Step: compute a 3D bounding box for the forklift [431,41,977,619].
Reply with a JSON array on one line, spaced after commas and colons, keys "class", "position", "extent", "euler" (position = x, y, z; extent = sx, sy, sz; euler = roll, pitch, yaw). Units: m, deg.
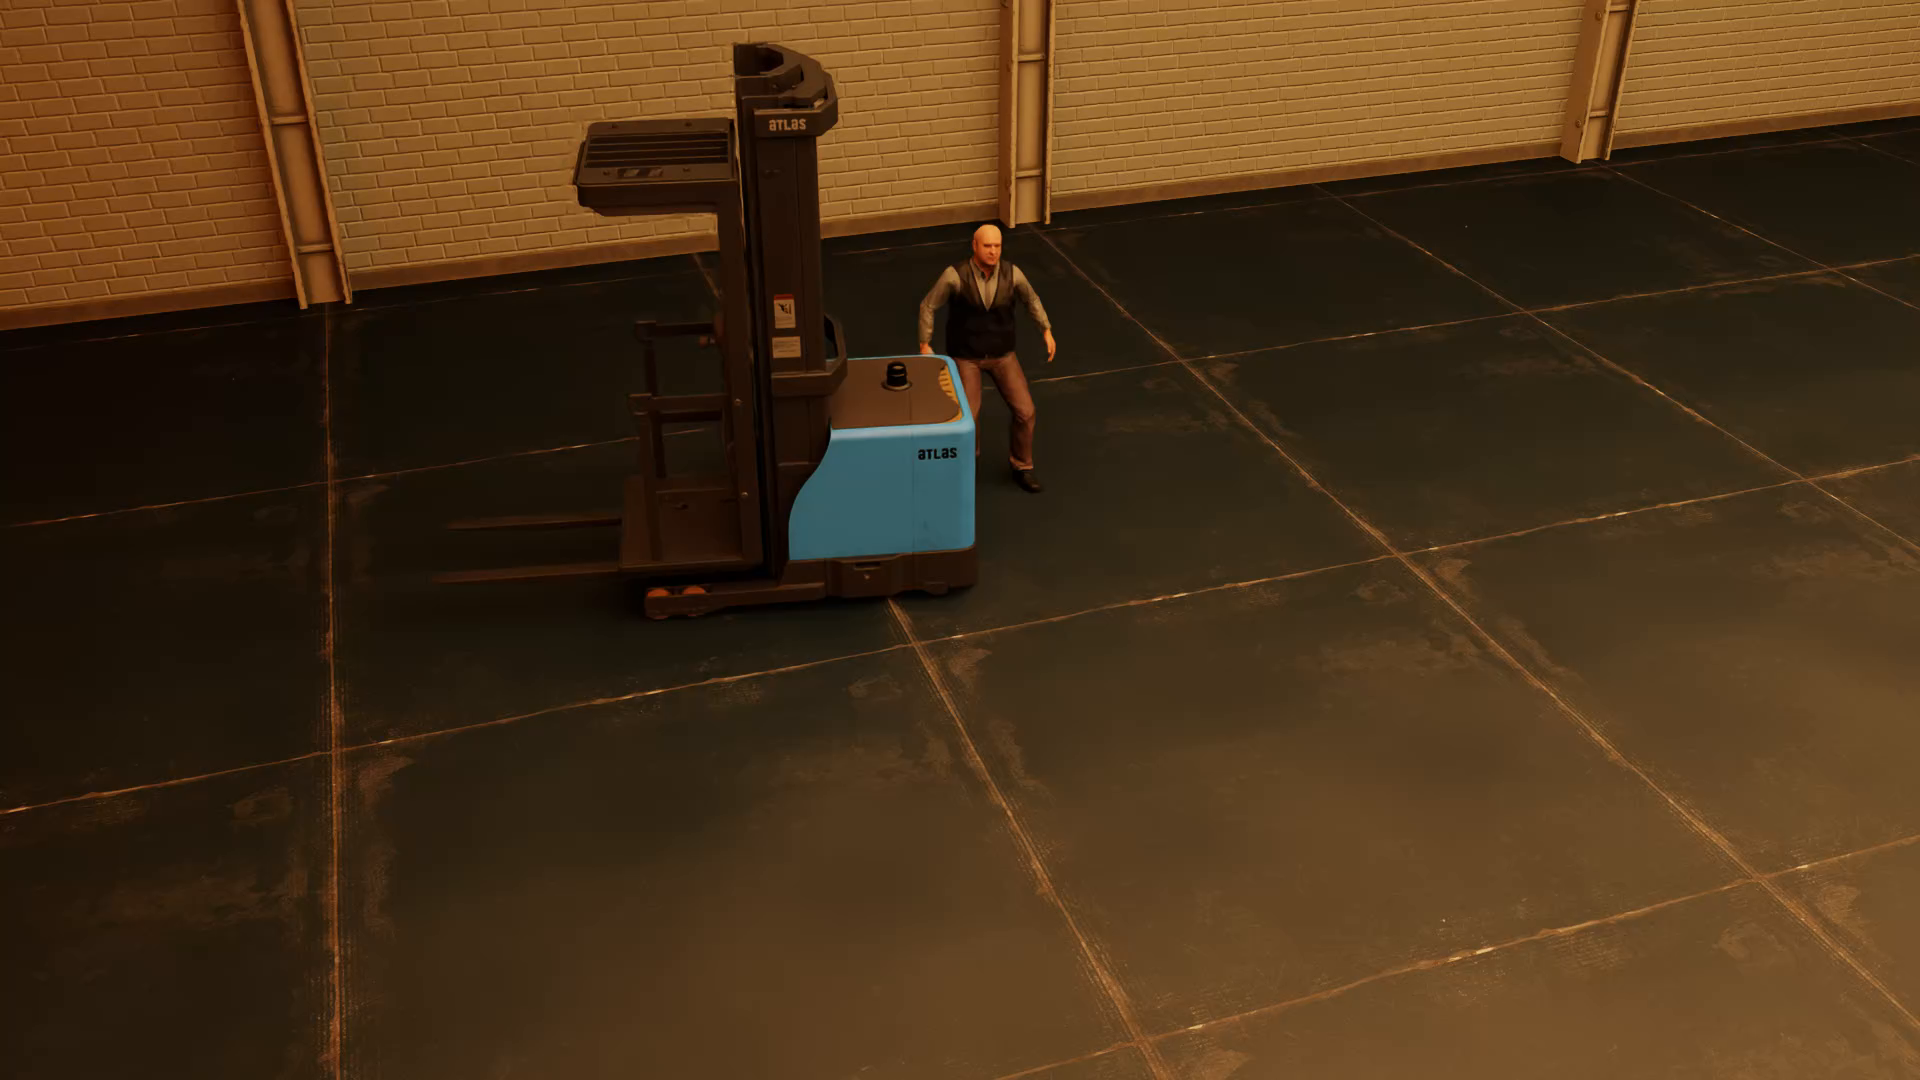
[{"class": "forklift", "position": [-1.460, -1.110, 9.016], "extent": [3.031, 2.935, 1.130], "euler": [-4, 30, -7]}]

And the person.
[{"class": "person", "position": [0.175, -1.112, 10.315], "extent": [0.873, 1.682, 0.579], "euler": [-6, 31, -11]}]
